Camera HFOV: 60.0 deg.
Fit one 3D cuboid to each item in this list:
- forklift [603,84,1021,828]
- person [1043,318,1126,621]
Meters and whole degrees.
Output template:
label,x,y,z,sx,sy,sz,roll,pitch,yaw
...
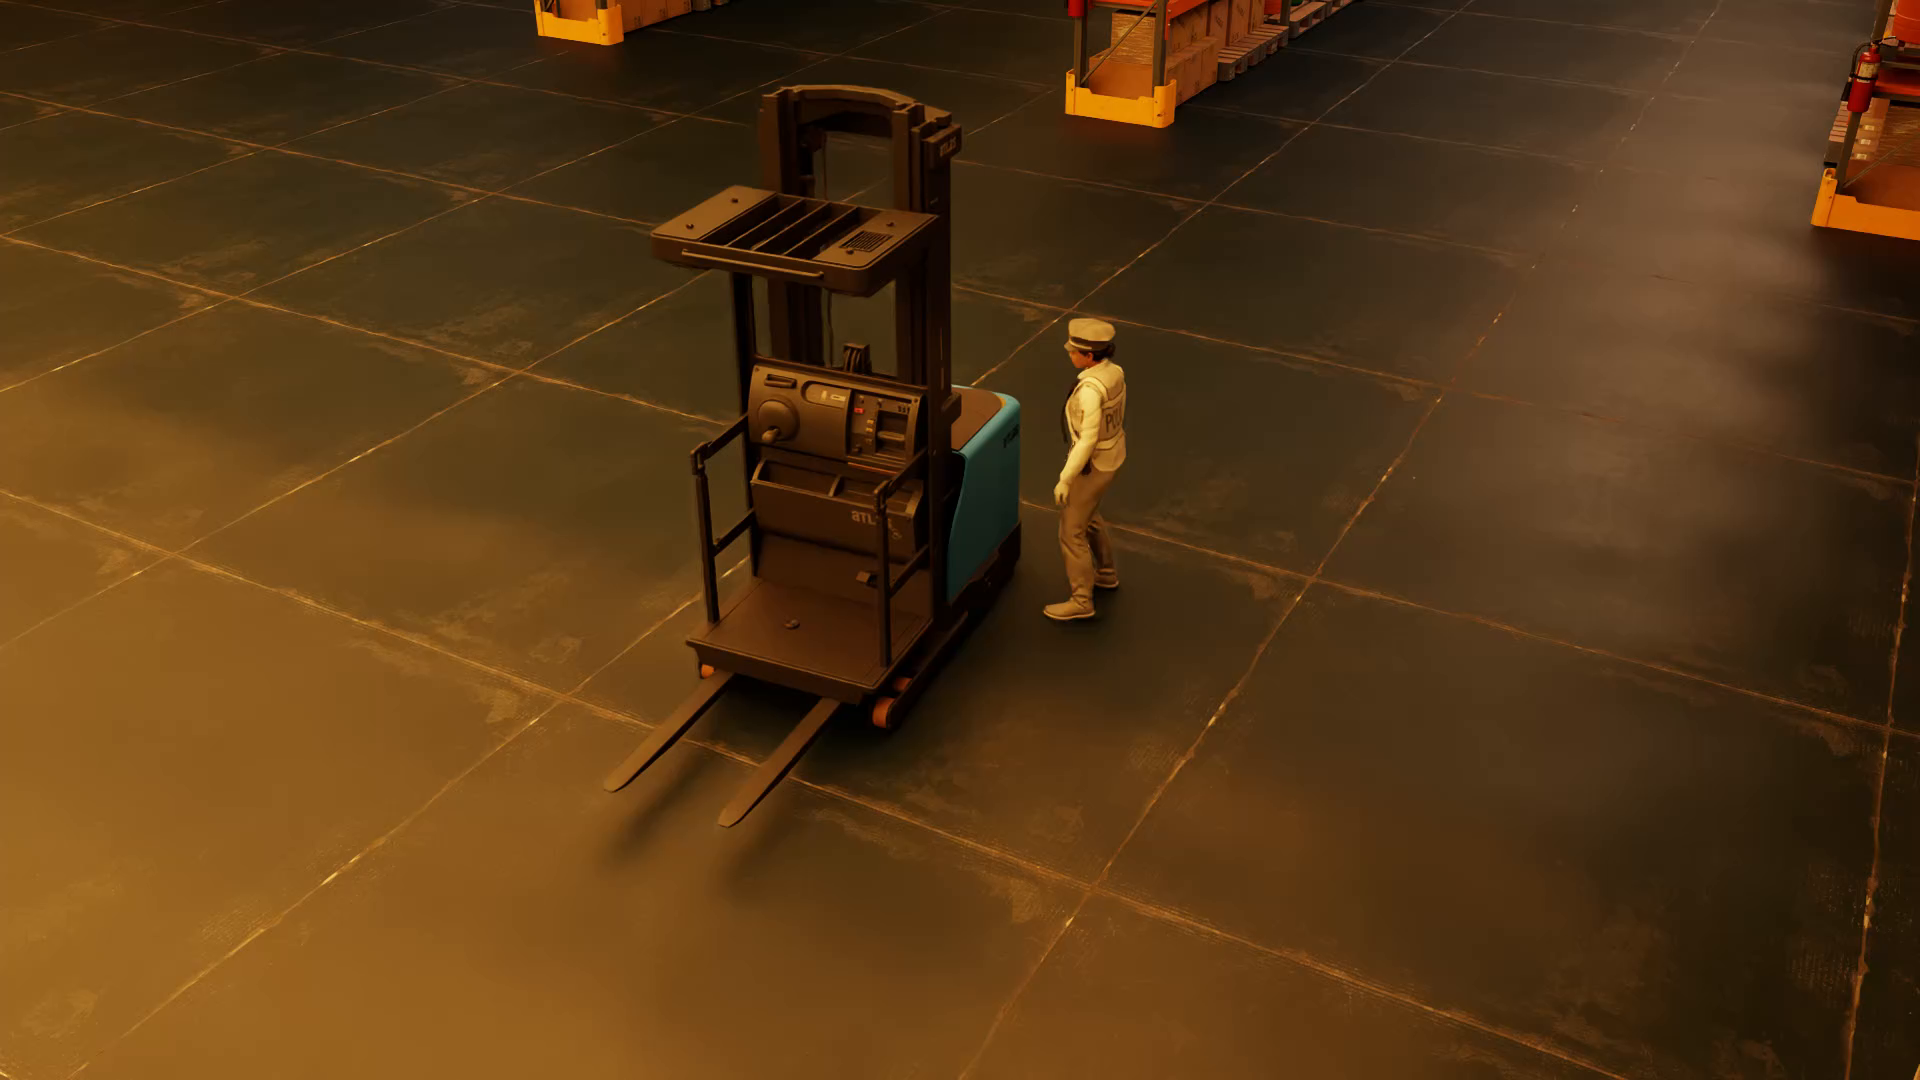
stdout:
label,x,y,z,sx,sy,sz,roll,pitch,yaw
forklift,-0.710,-0.564,8.049,1.130,2.935,3.031,13,32,21
person,0.717,-0.409,9.074,0.343,1.642,0.701,11,32,18
